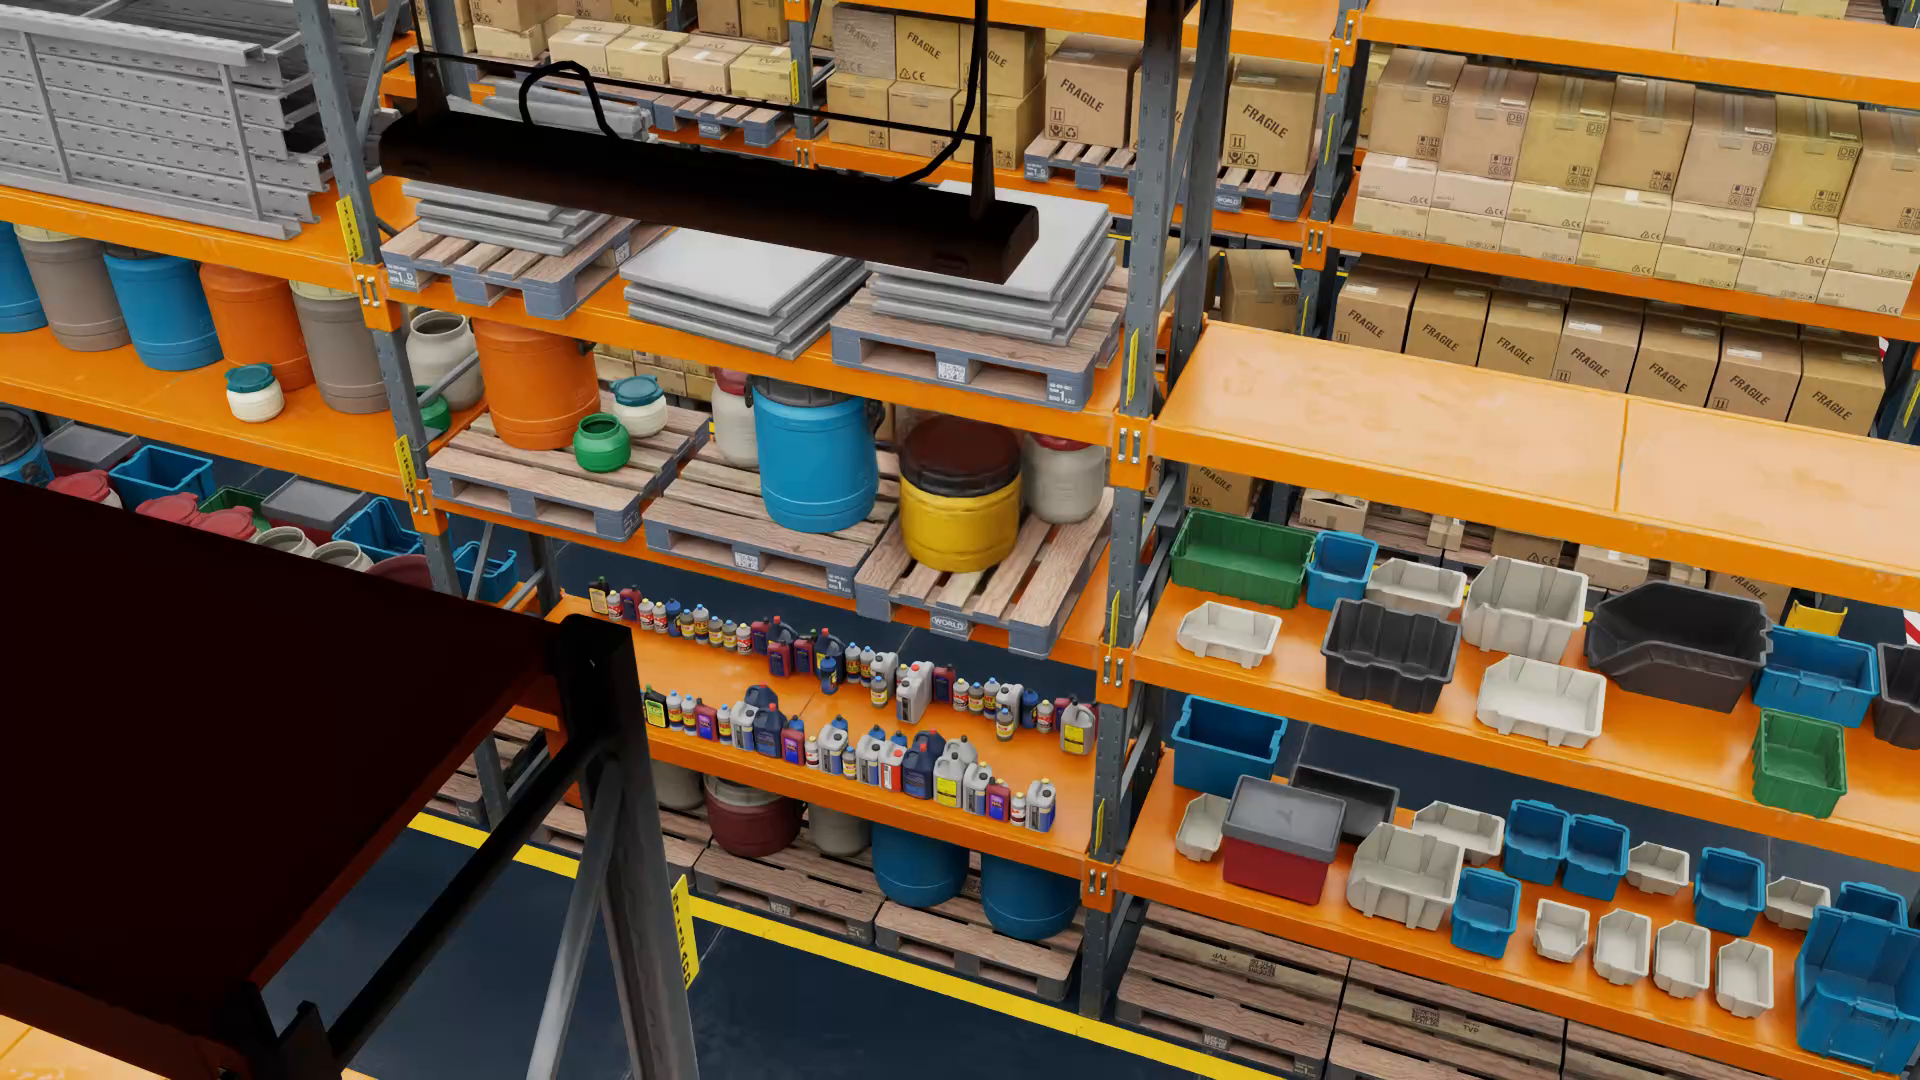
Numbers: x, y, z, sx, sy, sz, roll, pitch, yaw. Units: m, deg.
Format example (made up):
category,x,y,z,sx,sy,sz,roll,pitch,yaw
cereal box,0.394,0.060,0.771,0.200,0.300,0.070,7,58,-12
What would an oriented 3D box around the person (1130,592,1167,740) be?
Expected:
category,x,y,z,sx,sy,sz,roll,pitch,yaw
person,1.198,0.832,10.930,0.449,1.592,0.454,25,43,30
